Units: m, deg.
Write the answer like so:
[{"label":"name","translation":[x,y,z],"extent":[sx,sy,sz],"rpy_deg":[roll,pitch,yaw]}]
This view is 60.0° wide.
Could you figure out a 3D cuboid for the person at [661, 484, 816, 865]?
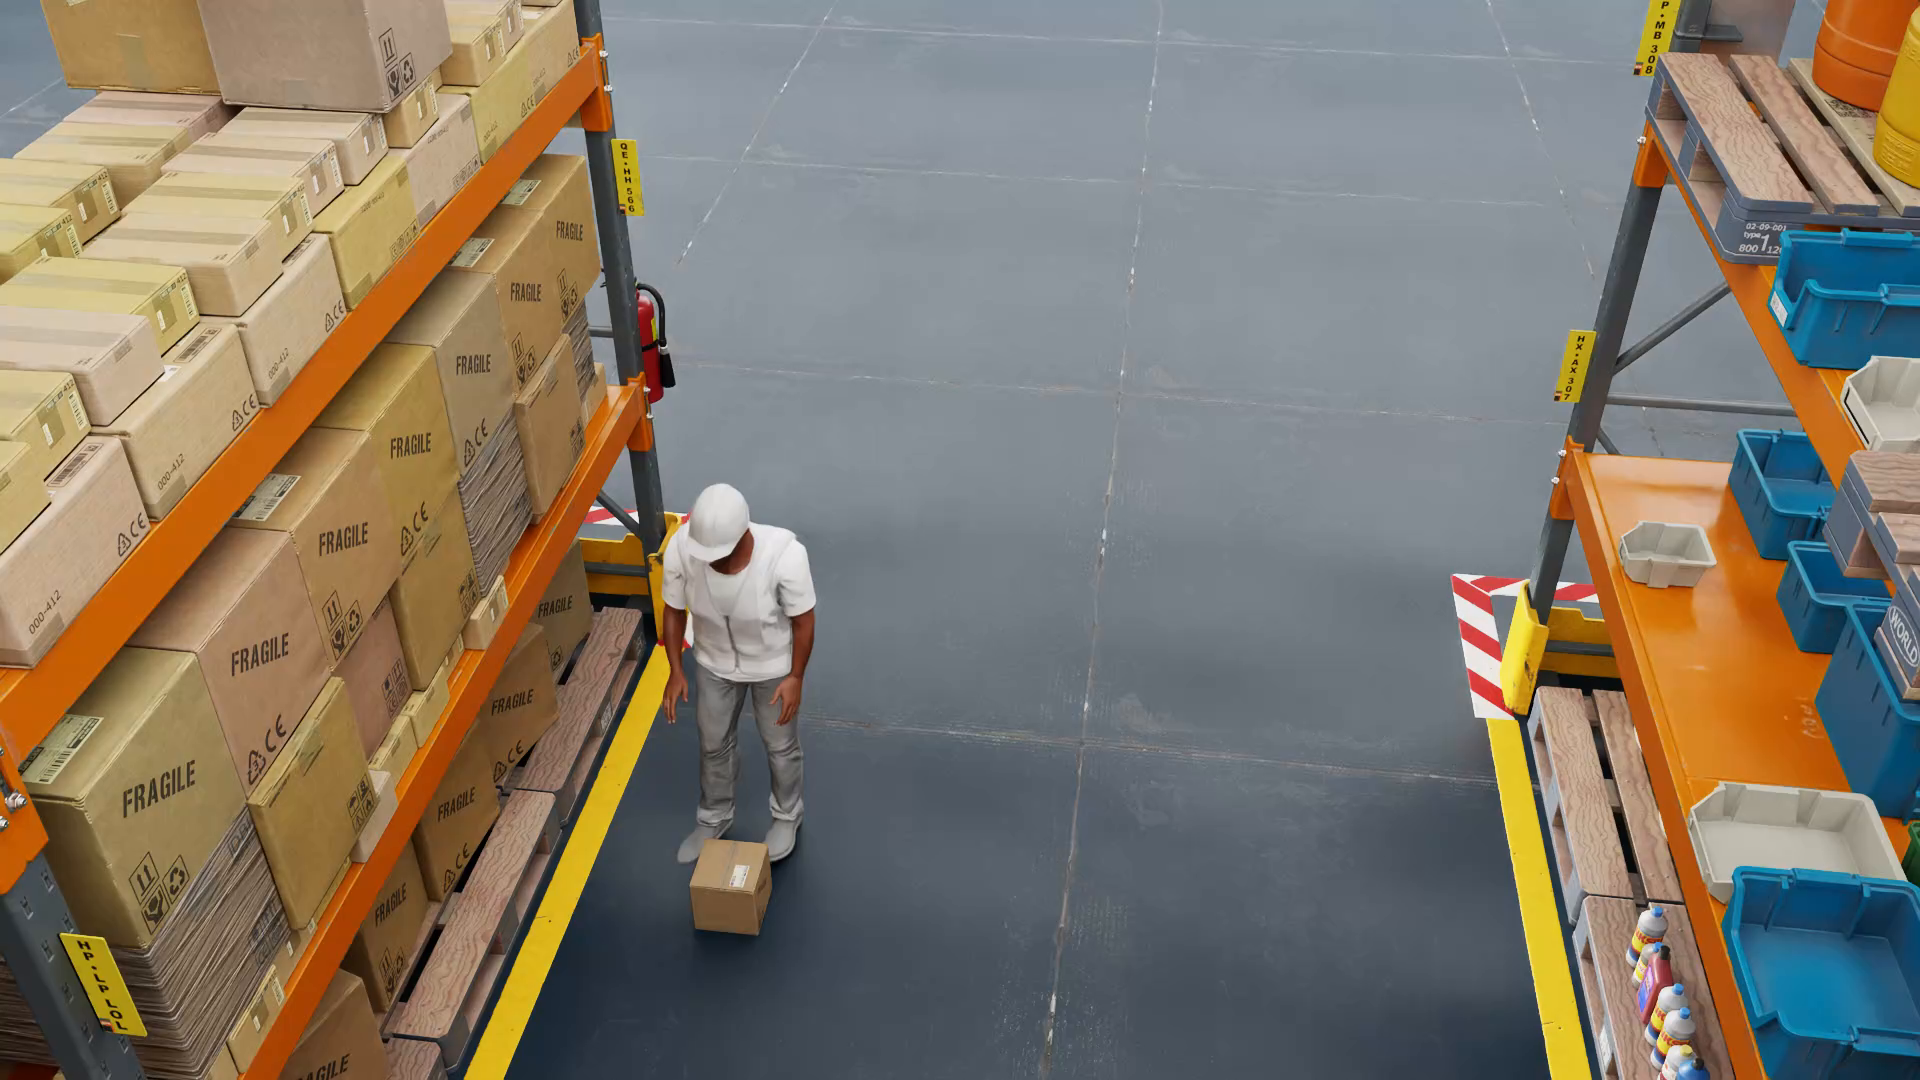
[{"label":"person","translation":[-0.837,0.516,6.321],"extent":[0.597,1.792,0.511],"rpy_deg":[6,36,8]}]
